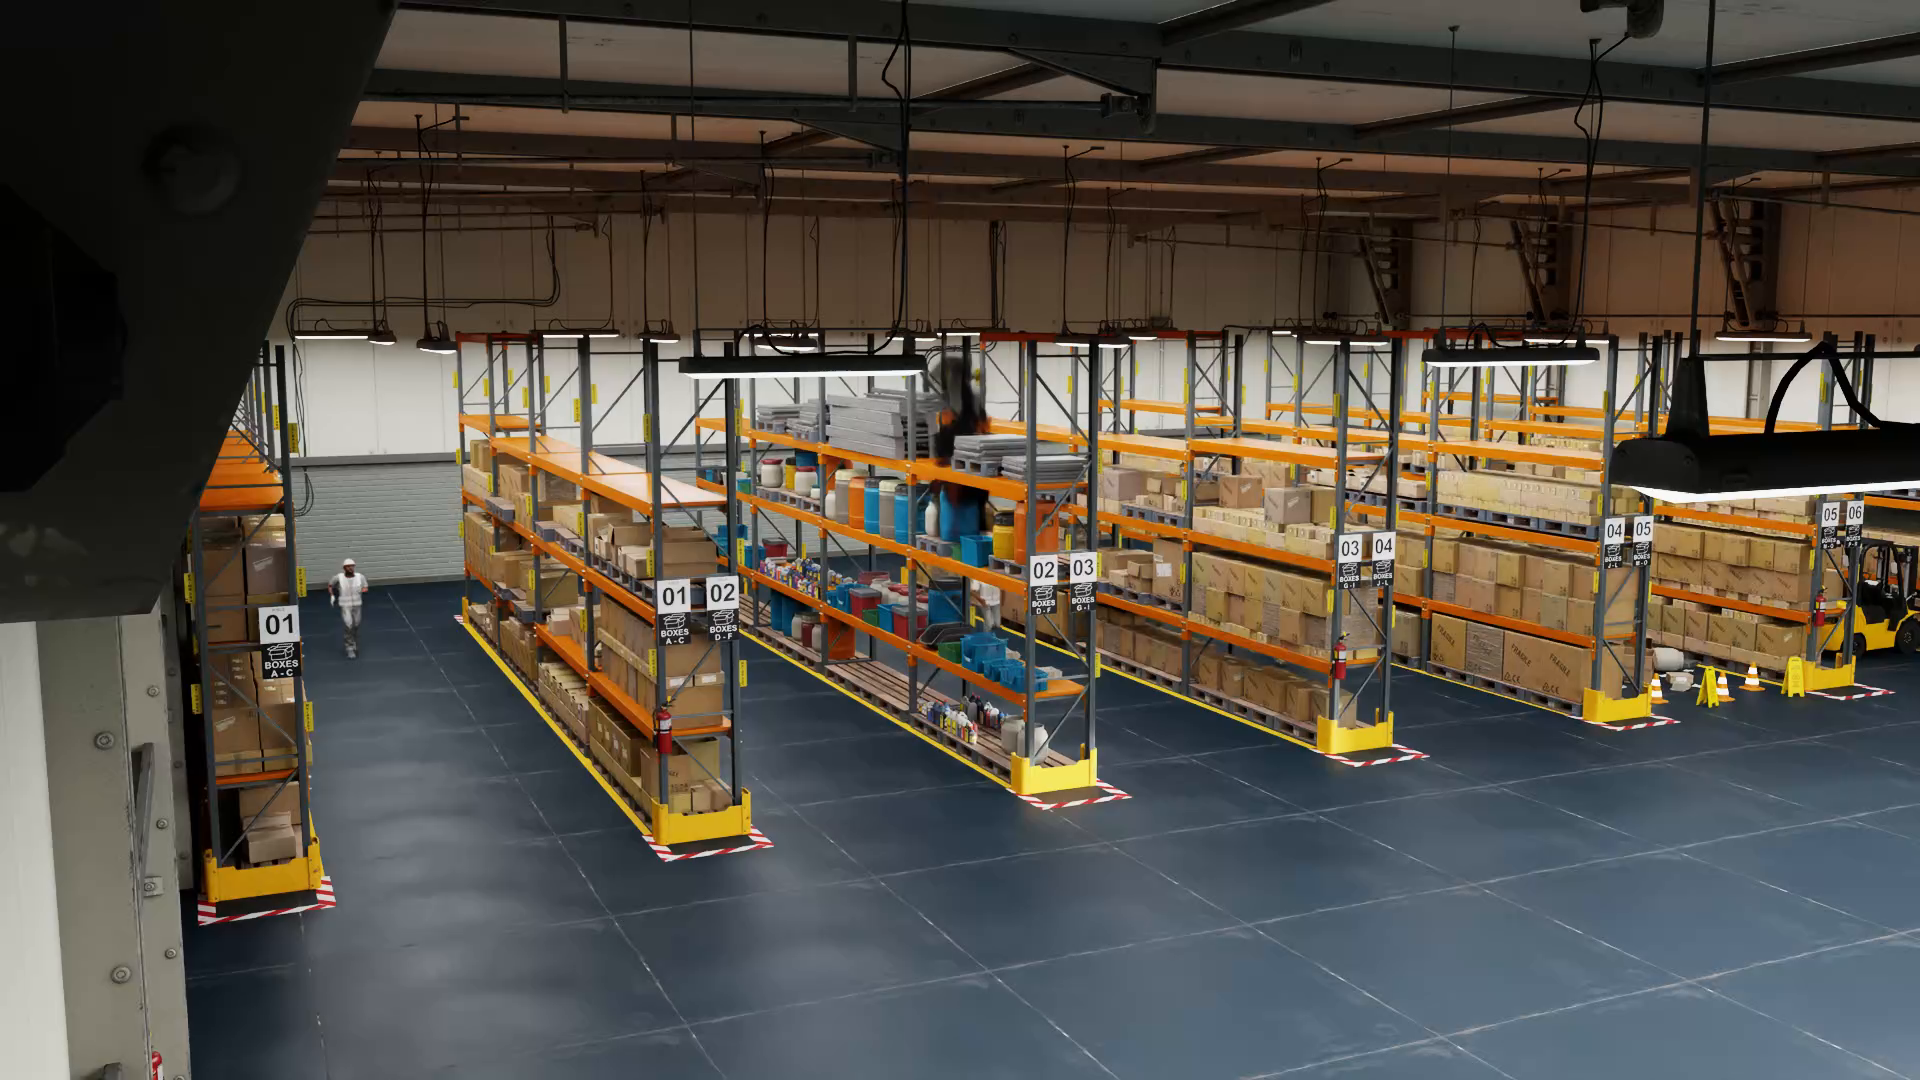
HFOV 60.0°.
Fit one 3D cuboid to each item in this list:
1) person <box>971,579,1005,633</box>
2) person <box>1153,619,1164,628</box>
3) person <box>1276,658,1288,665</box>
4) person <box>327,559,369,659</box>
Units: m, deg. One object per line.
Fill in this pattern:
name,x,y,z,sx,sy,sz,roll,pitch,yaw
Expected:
person,0.557,1.218,31.691,0.714,1.728,0.661,-3,8,-19
person,3.927,1.154,32.511,0.579,1.633,0.638,-2,8,-17
person,5.980,1.564,30.055,0.504,1.441,0.659,-5,9,-31
person,-11.391,1.263,31.066,0.665,1.845,0.800,-6,10,-38
